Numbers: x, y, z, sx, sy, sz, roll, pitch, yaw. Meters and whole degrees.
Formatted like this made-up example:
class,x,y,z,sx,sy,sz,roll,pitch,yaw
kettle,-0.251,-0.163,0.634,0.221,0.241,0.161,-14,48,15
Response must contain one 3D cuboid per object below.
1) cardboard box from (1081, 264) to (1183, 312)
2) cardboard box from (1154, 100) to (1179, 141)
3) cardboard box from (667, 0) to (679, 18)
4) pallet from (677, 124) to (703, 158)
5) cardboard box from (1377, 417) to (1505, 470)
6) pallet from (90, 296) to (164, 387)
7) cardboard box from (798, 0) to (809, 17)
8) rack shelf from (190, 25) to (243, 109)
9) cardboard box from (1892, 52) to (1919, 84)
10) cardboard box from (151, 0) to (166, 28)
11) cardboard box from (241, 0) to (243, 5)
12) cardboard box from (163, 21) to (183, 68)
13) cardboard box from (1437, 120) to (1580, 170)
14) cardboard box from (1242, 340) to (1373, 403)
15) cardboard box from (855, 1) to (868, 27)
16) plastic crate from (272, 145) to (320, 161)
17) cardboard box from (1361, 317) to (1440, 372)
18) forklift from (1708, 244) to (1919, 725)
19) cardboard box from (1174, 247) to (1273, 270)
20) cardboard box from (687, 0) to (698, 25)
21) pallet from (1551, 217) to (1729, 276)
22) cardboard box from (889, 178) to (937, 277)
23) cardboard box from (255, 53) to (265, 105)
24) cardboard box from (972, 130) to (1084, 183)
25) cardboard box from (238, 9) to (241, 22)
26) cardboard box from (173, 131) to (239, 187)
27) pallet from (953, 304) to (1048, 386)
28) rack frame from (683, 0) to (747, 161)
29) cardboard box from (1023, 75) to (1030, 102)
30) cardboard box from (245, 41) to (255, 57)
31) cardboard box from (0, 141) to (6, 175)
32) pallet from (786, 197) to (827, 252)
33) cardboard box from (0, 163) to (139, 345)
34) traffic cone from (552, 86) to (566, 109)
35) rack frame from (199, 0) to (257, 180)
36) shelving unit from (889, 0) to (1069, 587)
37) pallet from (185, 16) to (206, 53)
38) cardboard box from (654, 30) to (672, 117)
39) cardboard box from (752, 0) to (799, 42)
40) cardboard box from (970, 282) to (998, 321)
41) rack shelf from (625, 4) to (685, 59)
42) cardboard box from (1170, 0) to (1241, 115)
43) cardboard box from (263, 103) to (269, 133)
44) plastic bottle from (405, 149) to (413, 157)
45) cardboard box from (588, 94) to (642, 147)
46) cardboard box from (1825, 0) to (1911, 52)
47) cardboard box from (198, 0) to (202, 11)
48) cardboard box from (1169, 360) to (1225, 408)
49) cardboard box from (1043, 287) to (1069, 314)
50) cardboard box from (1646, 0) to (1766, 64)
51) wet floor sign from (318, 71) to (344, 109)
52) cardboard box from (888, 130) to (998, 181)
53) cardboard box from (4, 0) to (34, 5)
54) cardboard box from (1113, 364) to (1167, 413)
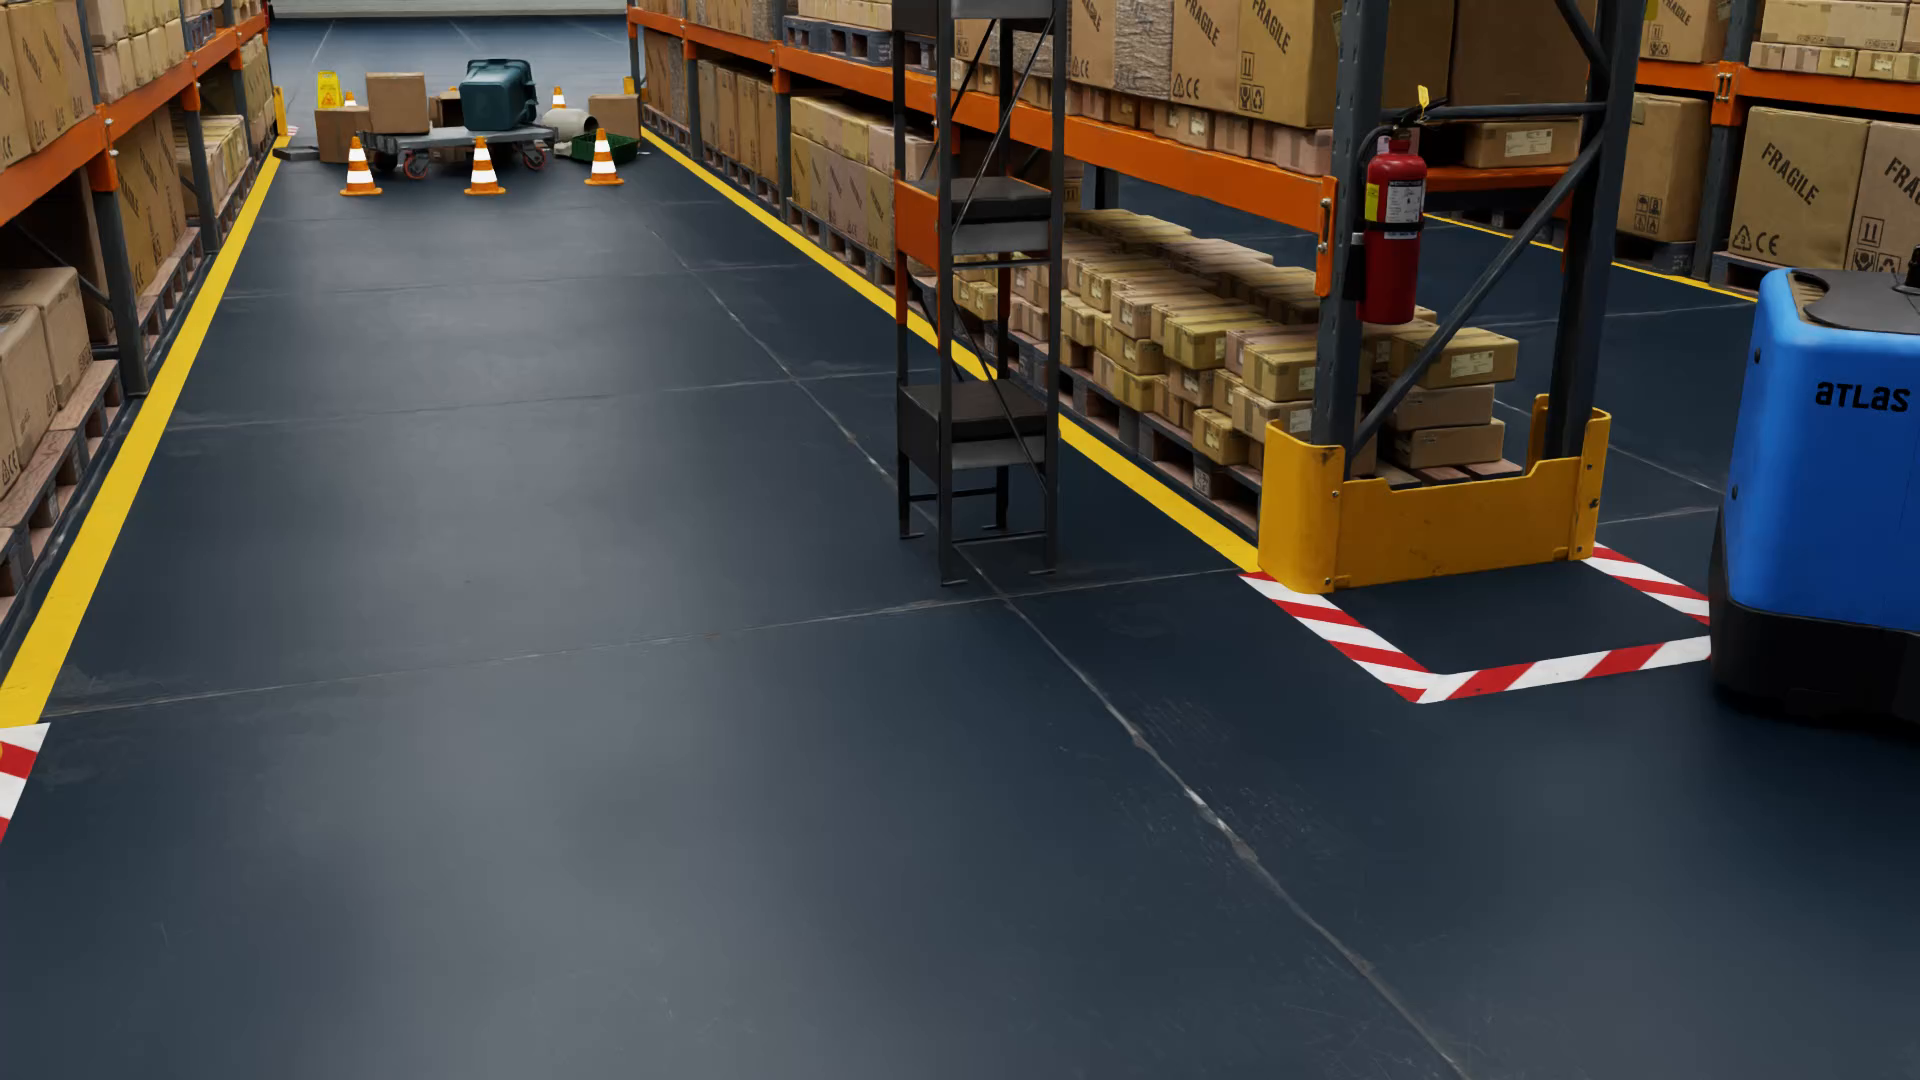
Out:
class,x,y,z,sx,sy,sz,roll,pitch,yaw
cardboard box,0.751,-1.104,7.268,0.380,0.149,0.250,-6,21,-17
cardboard box,0.967,-1.607,6.325,0.380,0.149,0.250,-7,21,-20
cardboard box,-2.463,-5.534,16.663,0.875,0.550,0.550,-6,21,-17
pallet,-2.306,-4.112,17.052,1.003,0.211,1.213,-6,21,-17
cardboard box,1.769,-0.379,6.131,0.380,0.149,0.250,-6,21,-16
pallet,-4.609,-0.973,8.314,1.003,0.211,1.213,-6,21,-17
cardboard box,-0.935,-3.803,11.816,0.380,0.149,0.250,-7,21,-18
rack shelf,-6.180,-3.633,12.658,1.077,0.370,4.000,-6,21,-17
cardboard box,5.221,-2.516,8.854,0.380,0.149,0.250,-7,21,-18
cardboard box,-4.813,-3.040,9.425,0.500,0.250,0.500,-7,21,-19
cardboard box,-6.863,-5.130,15.173,0.500,0.500,0.500,-6,21,-17
cardboard box,-4.971,-2.962,9.948,0.500,0.250,0.500,-6,21,-16
cardboard box,1.840,-1.342,5.586,0.380,0.149,0.250,-7,21,-18
cardboard box,1.223,-0.600,5.865,0.380,0.149,0.250,-6,21,-17
cardboard box,-0.436,-3.294,10.399,0.380,0.149,0.250,-7,21,-19
plastic crate,-6.524,-3.830,16.462,0.402,0.080,0.583,-15,25,-36
cardboard box,1.587,-0.737,6.246,0.380,0.149,0.250,-6,21,-16
forklift,3.665,-0.872,4.007,3.031,2.935,1.130,8,21,21
cardboard box,1.212,-1.243,7.656,0.380,0.149,0.250,-7,21,-19
cardboard box,-2.232,-5.022,15.312,0.500,0.500,0.500,-6,21,-17
pallet,4.799,-2.026,11.246,1.003,0.211,1.213,-6,21,-17
cardboard box,-0.099,-1.837,9.669,0.500,0.500,0.500,-7,21,-18
cardboard box,-7.248,-4.594,16.607,0.500,0.500,0.500,-7,21,-18
cardboard box,0.391,-2.244,9.694,0.500,0.250,0.500,-7,21,-20
cardboard box,-6.889,-4.871,15.412,0.380,0.149,0.250,-6,21,-16
cardboard box,-6.192,-2.953,12.967,0.950,0.372,0.625,-6,21,-15
pallet,0.618,-1.080,8.612,1.003,0.211,1.213,-6,21,-17
rack frame,-2.142,-5.172,15.878,1.000,3.000,0.127,-6,21,-17
cardboard box,0.517,-2.118,7.747,0.380,0.149,0.250,-7,21,-20
cardboard box,-6.971,-4.691,15.916,0.380,0.149,0.250,-5,20,-14
cardboard box,-3.244,-1.319,5.003,0.500,0.500,0.500,-7,21,-18
pallet,-0.640,-2.325,12.077,1.003,0.211,1.213,-6,21,-17
cardboard box,-4.565,-1.434,7.994,0.875,0.875,0.875,-6,21,-16
traffic cone,-4.580,-4.940,18.986,0.336,0.463,0.334,-6,21,-17
rack frame,-6.809,-4.613,14.323,1.000,3.000,0.127,-6,21,-17
shelving unit,0.052,-0.935,5.414,0.431,2.100,0.503,-6,21,-17
pallet,-5.877,-3.457,11.387,1.213,0.211,1.003,-6,21,-17
cardboard box,-2.844,-5.160,18.368,0.875,0.875,0.875,-7,21,-18
cardboard box,-1.281,-4.051,12.610,0.500,0.500,0.500,-6,21,-17
cardboard box,0.266,-1.224,8.483,0.380,0.149,0.250,-6,21,-16
rack shelf,-2.770,-5.475,17.786,1.077,0.370,4.000,-6,21,-17
cardboard box,1.088,-1.791,5.877,0.500,0.500,0.500,-7,21,-18
cardboard box,-7.232,-4.235,16.717,0.500,0.250,0.500,-7,21,-19
plastic bottle,-5.434,-3.844,16.528,0.133,0.061,0.283,-3,20,-8
cardboard box,-3.604,-4.386,17.384,0.500,0.500,0.500,-3,20,-8
cardboard box,5.164,-2.830,9.139,0.500,0.250,0.500,-6,21,-17
cardboard box,-5.939,-4.057,12.525,0.380,0.149,0.250,-6,21,-15
cardboard box,1.028,-0.623,6.368,0.380,0.149,0.250,-7,21,-19
cardboard box,0.605,-1.126,7.771,0.380,0.149,0.250,-5,20,-15
cardboard box,4.707,-3.267,10.428,0.500,0.500,0.500,-6,21,-17
wet floor sign,-7.110,-4.964,18.781,0.267,0.644,0.232,1,20,2
cardboard box,-0.101,-2.191,9.546,0.500,0.250,0.500,-7,21,-19
cardboard box,-3.563,-2.116,5.742,0.500,0.500,0.500,-6,21,-16
cardboard box,0.859,-0.642,6.864,0.380,0.149,0.250,-7,21,-20
